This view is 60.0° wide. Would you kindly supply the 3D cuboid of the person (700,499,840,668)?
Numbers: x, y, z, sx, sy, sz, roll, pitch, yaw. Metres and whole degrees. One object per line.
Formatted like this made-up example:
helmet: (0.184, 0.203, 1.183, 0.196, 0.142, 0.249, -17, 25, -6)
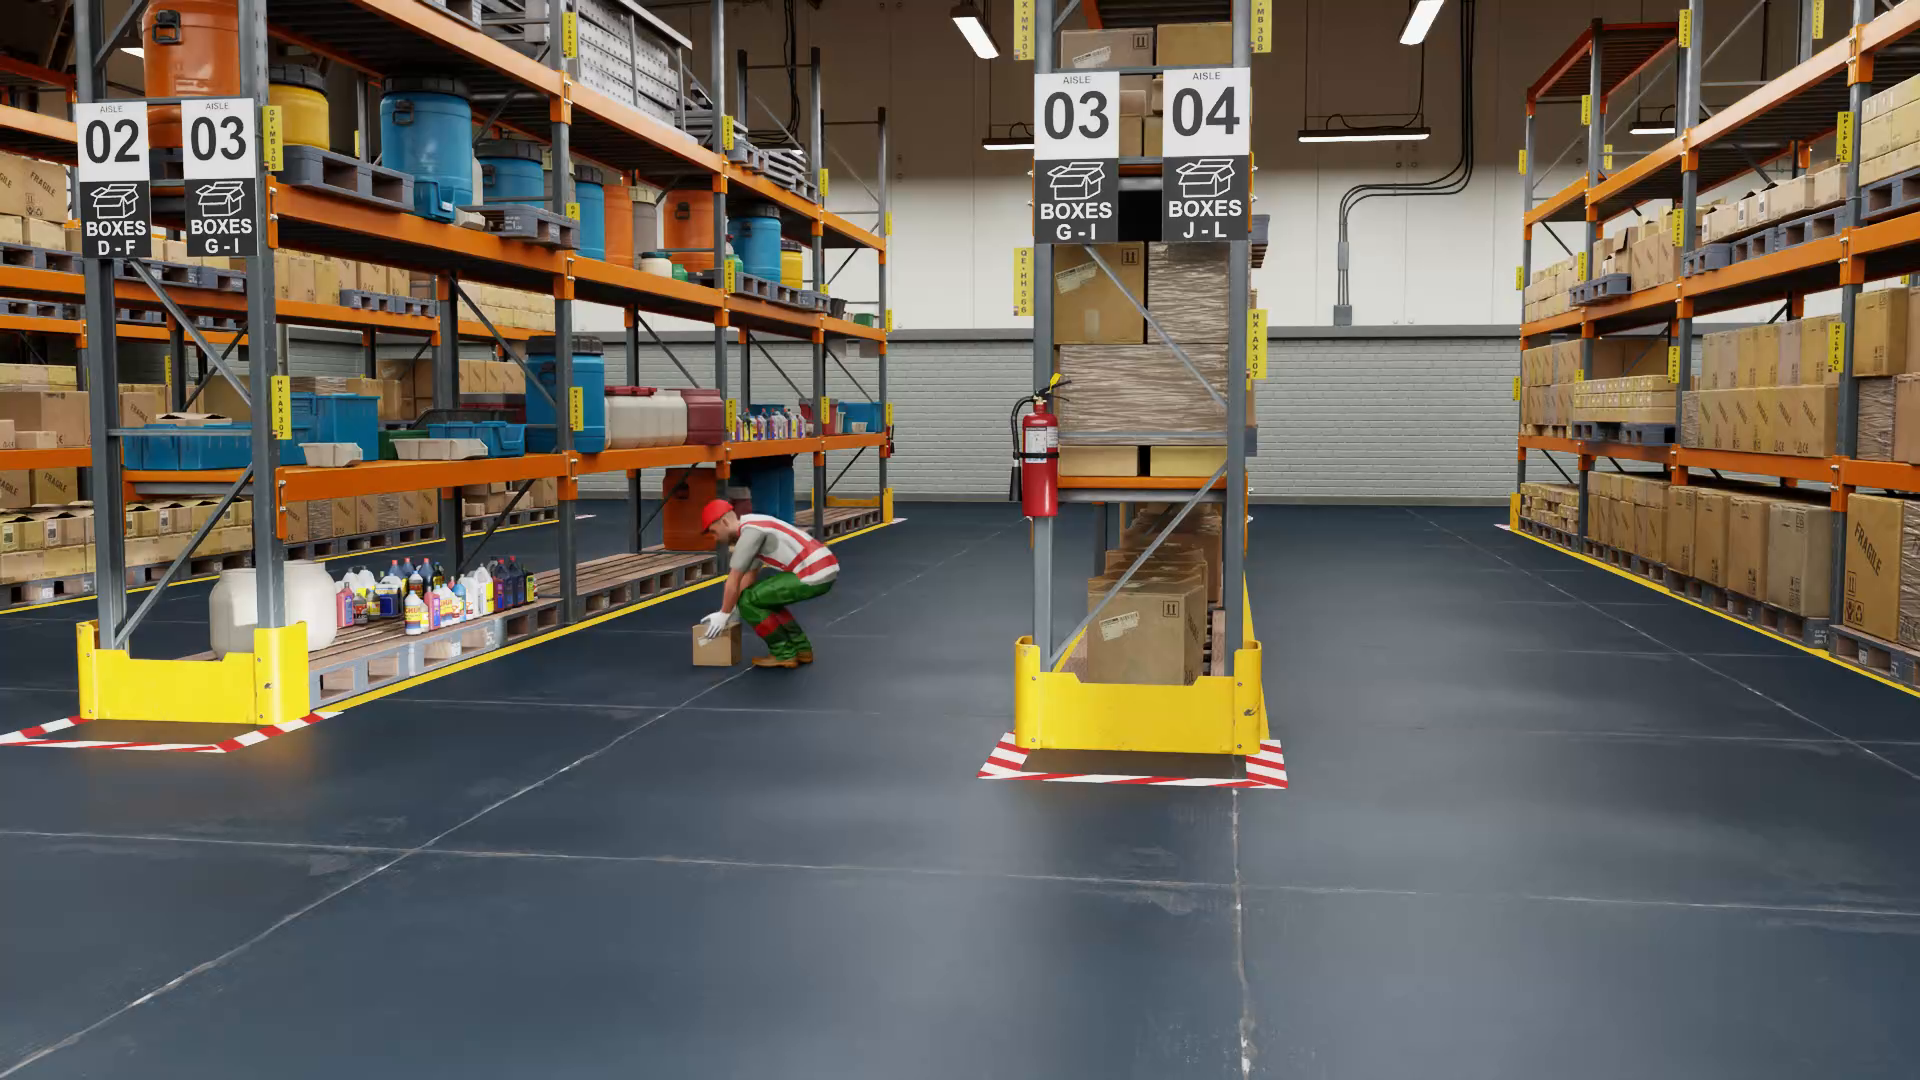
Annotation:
person: (-1.216, 0.273, 10.615, 0.869, 1.065, 0.579, 1, 4, 9)
